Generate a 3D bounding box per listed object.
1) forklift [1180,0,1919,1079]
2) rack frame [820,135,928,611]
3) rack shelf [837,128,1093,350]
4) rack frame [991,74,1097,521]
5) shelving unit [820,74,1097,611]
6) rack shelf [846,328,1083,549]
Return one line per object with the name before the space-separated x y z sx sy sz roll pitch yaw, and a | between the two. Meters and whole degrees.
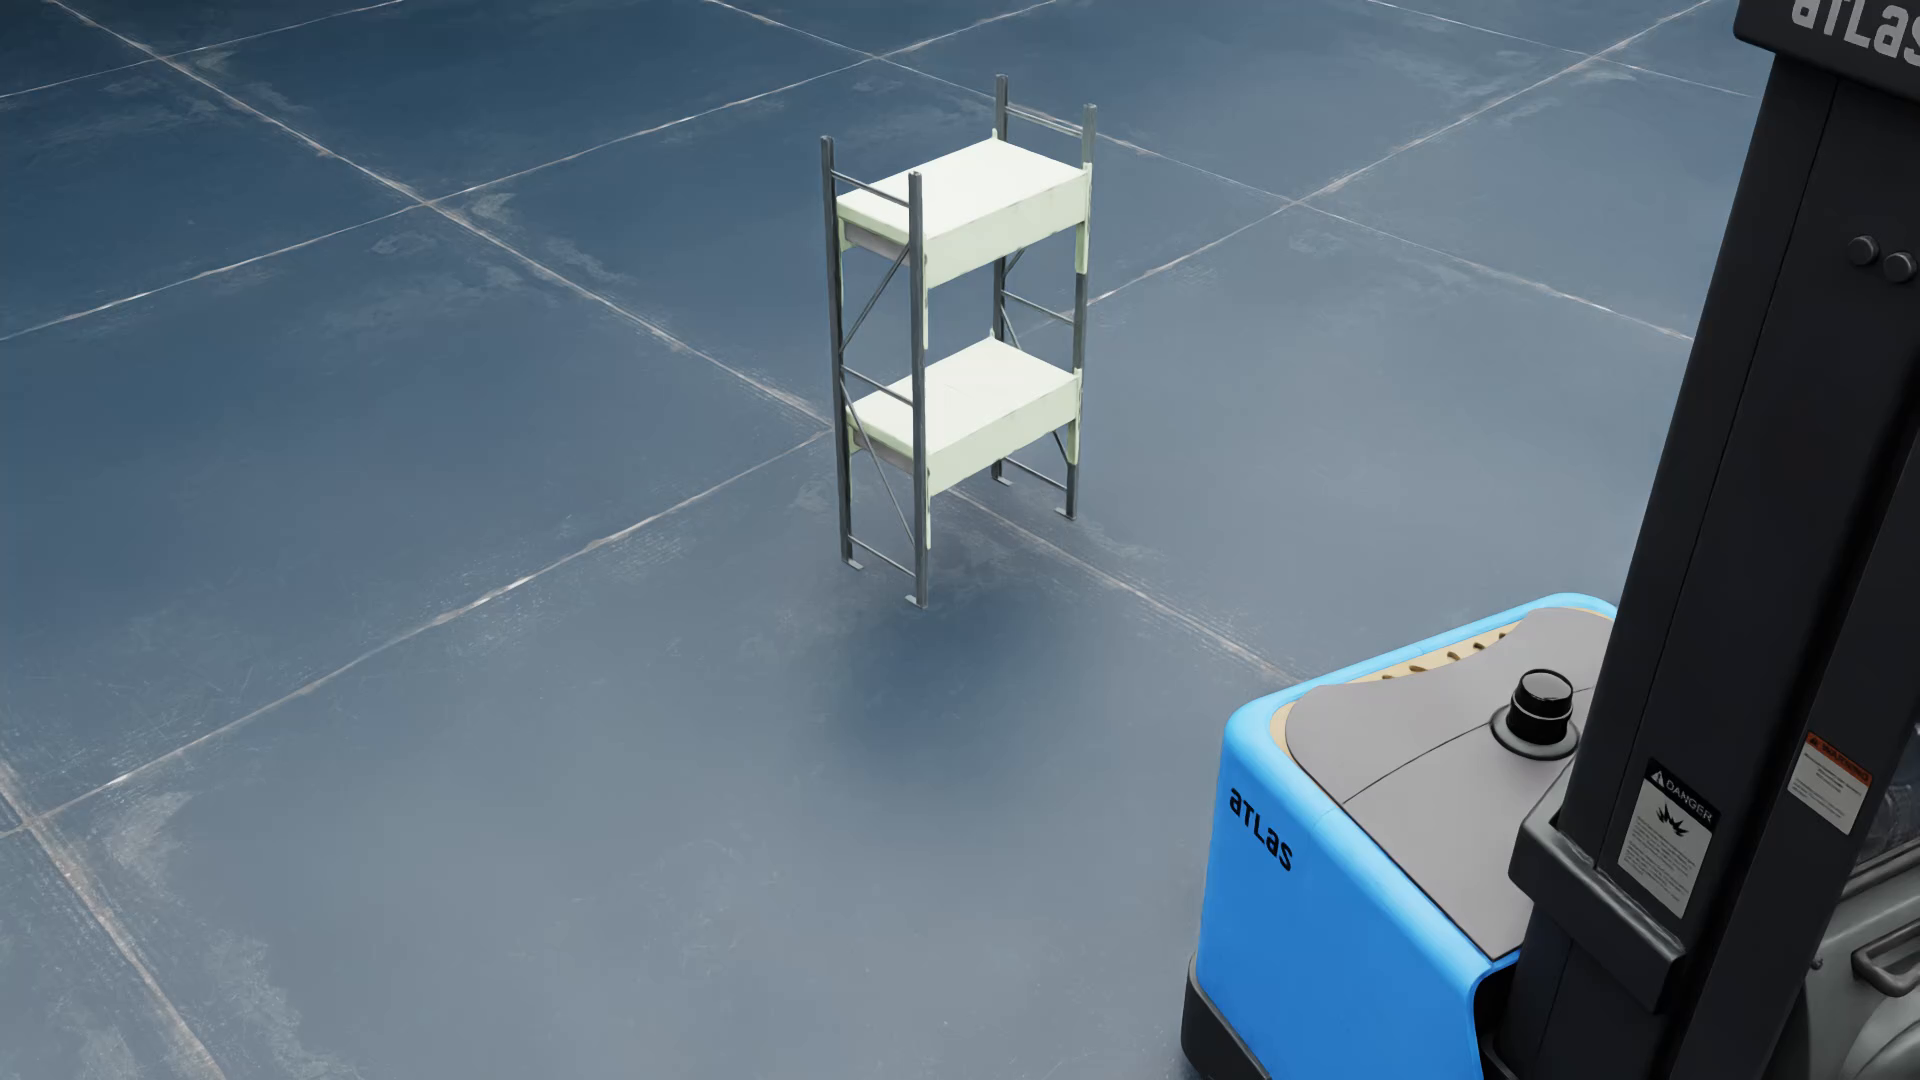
forklift | 1.634 0.652 2.252 1.130 2.935 3.031 -16 38 -22
rack frame | -0.253 -0.469 5.112 0.400 1.500 0.023 30 45 35
rack shelf | 0.005 -0.938 5.102 0.431 0.370 0.720 30 45 35
rack frame | 0.263 -0.766 5.538 0.400 1.500 0.023 30 45 35
shelving unit | 0.005 -0.618 5.325 0.431 1.500 0.755 30 45 35
rack shelf | 0.005 -0.350 5.511 0.431 0.370 0.720 30 45 35
